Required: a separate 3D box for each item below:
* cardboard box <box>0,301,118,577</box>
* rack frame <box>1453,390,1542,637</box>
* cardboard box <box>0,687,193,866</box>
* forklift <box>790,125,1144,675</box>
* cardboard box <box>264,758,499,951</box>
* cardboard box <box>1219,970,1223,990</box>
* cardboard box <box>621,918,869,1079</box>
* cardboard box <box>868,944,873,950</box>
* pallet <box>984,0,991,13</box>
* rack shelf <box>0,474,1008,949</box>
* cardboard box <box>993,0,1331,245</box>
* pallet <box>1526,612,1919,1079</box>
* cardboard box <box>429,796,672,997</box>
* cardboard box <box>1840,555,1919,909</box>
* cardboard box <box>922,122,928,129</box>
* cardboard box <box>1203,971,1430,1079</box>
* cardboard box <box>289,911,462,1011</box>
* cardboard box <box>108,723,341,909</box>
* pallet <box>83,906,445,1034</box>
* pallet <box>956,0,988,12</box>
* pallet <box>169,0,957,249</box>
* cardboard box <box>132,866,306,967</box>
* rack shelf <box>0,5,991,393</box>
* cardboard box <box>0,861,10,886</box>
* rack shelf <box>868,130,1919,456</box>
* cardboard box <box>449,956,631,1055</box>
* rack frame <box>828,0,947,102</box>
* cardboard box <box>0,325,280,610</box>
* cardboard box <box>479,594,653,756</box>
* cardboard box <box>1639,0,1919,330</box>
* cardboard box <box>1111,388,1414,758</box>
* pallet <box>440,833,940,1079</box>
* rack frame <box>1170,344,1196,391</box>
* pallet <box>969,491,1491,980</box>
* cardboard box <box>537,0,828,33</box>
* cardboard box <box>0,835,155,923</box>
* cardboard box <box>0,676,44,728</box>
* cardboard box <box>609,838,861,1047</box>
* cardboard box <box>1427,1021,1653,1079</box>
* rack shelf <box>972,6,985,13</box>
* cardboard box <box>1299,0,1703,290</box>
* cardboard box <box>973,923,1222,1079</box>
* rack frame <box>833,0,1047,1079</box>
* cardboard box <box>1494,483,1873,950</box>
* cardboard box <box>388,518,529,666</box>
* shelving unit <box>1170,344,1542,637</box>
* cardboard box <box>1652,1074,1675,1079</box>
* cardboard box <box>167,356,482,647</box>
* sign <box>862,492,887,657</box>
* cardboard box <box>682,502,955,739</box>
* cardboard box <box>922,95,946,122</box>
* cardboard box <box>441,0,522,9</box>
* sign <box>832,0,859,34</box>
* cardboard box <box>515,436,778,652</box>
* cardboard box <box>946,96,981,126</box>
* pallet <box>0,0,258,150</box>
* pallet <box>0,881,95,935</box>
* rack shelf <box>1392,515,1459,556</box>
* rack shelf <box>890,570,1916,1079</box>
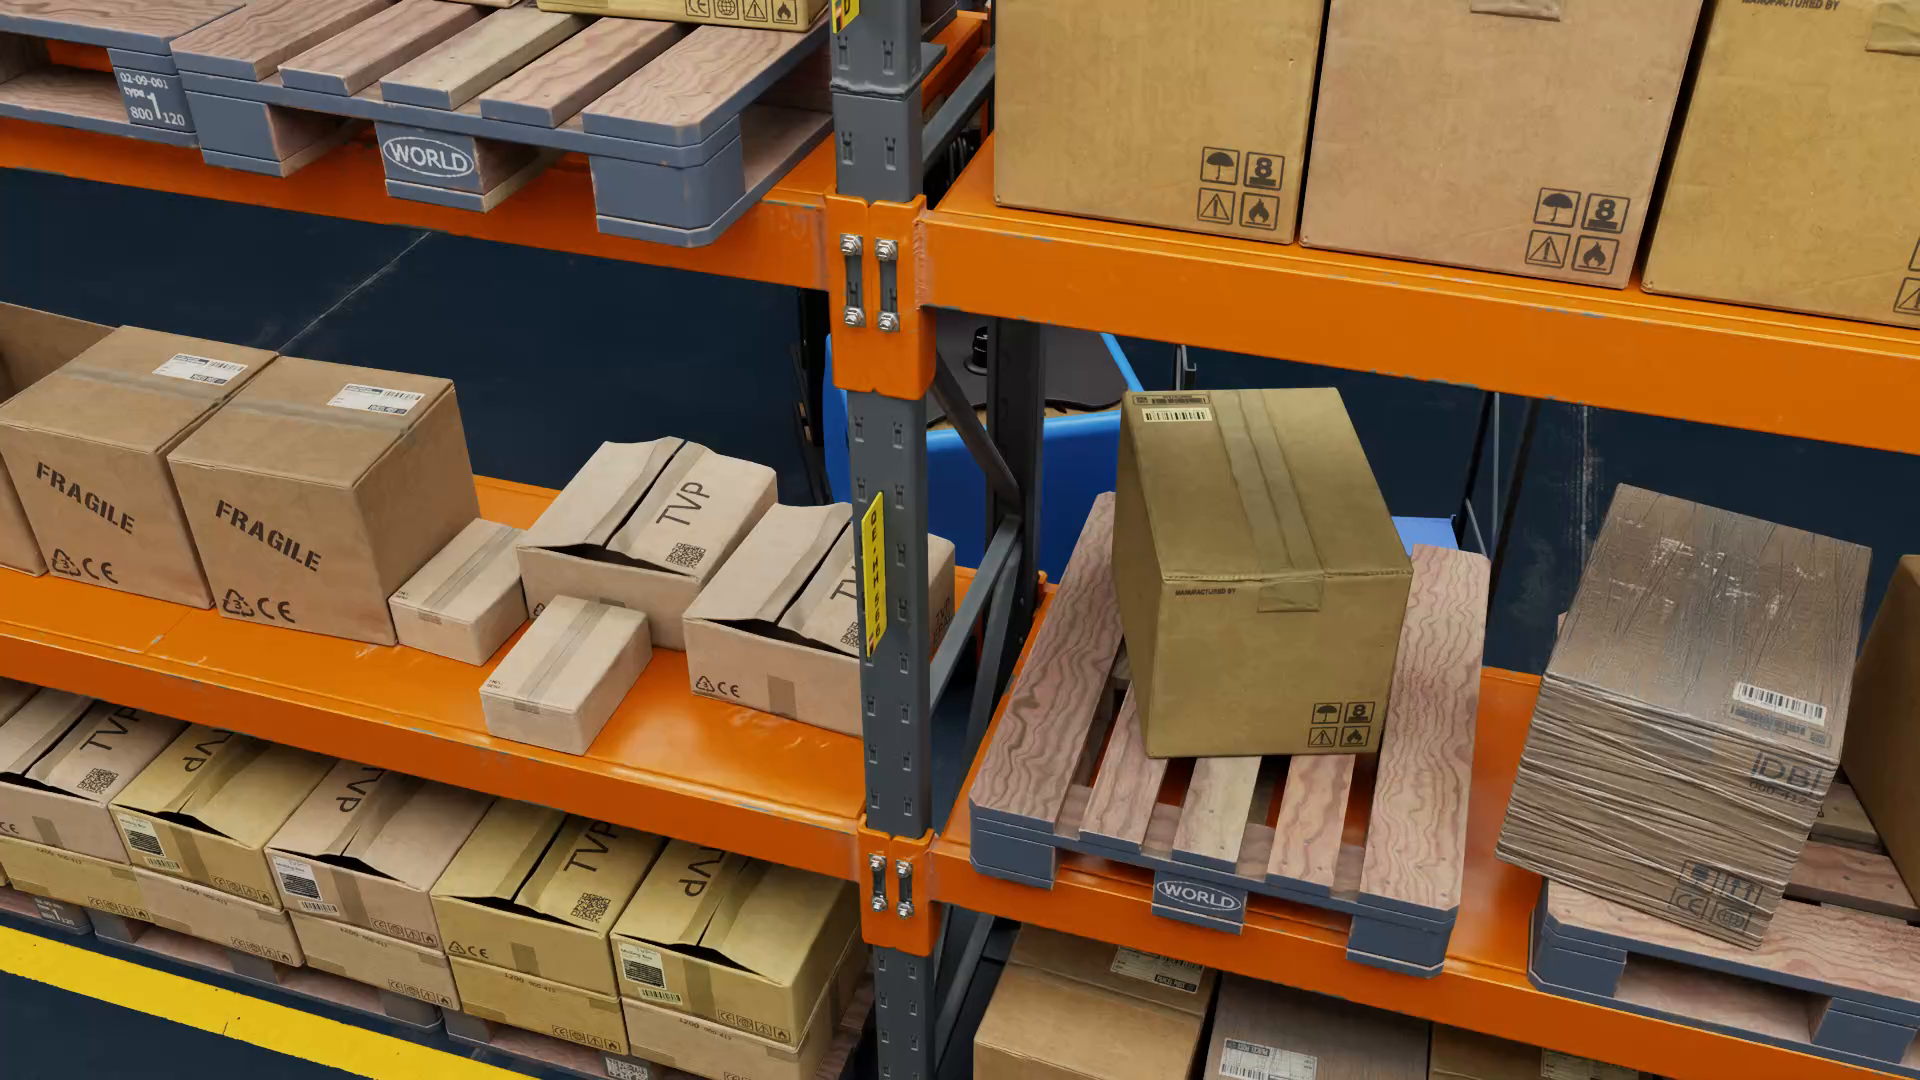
[{"bbox_3d":[-2.586,-0.289,4.528,0.500,0.500,0.500,13,38,17],"label":"cardboard box"},{"bbox_3d":[1.711,-0.005,5.492,0.032,1.500,0.500,2,36,3],"label":"rack frame"},{"bbox_3d":[-2.526,0.622,4.867,0.500,0.311,0.500,9,37,12],"label":"cardboard box"},{"bbox_3d":[-0.125,-1.543,6.373,1.130,2.935,3.031,-7,37,-9],"label":"forklift"},{"bbox_3d":[-1.551,0.800,4.625,0.500,0.311,0.500,10,38,14],"label":"cardboard box"},{"bbox_3d":[0.964,1.082,4.487,0.500,0.500,0.500,12,38,16],"label":"cardboard box"},{"bbox_3d":[-0.574,1.203,4.550,0.500,0.250,0.500,11,38,15],"label":"cardboard box"},{"bbox_3d":[-0.411,0.900,4.963,0.500,0.250,0.500,10,38,14],"label":"cardboard box"},{"bbox_3d":[0.762,-2.572,7.876,1.003,0.211,1.213,10,38,14],"label":"pallet"},{"bbox_3d":[-1.908,0.156,4.614,4.000,0.370,1.077,10,38,14],"label":"rack shelf"},{"bbox_3d":[0.427,-0.970,2.923,0.500,0.500,0.910,10,38,14],"label":"cardboard box"},{"bbox_3d":[1.859,0.638,3.514,1.213,0.211,1.003,10,38,14],"label":"pallet"},{"bbox_3d":[-1.070,0.891,4.501,0.500,0.311,0.500,10,38,13],"label":"cardboard box"},{"bbox_3d":[2.114,0.440,3.183,0.500,0.500,0.700,2,36,2],"label":"cardboard box"},{"bbox_3d":[-0.168,-2.080,8.784,0.500,0.500,0.700,10,38,14],"label":"cardboard box"},{"bbox_3d":[0.852,1.381,4.081,0.500,0.500,0.500,9,37,12],"label":"cardboard box"},{"bbox_3d":[-1.546,1.024,4.794,0.500,0.250,0.500,11,38,15],"label":"cardboard box"},{"bbox_3d":[-2.029,0.710,4.747,0.500,0.311,0.500,12,38,15],"label":"cardboard box"},{"bbox_3d":[-1.934,0.959,5.269,1.213,0.211,1.003,10,38,14],"label":"pallet"},{"bbox_3d":[-0.427,-2.833,8.230,1.213,0.211,1.003,10,38,14],"label":"pallet"},{"bbox_3d":[-0.673,-0.981,3.182,1.003,0.211,1.213,12,38,16],"label":"pallet"},{"bbox_3d":[-2.038,0.934,4.915,0.500,0.250,0.500,11,38,15],"label":"cardboard box"},{"bbox_3d":[-1.908,-1.052,3.725,4.000,0.370,1.077,10,38,14],"label":"rack shelf"},{"bbox_3d":[-3.018,0.754,5.161,0.500,0.250,0.500,11,38,15],"label":"cardboard box"},{"bbox_3d":[1.910,-0.345,2.764,4.000,0.370,1.077,10,38,14],"label":"rack shelf"},{"bbox_3d":[-1.067,1.114,4.671,0.500,0.250,0.500,10,38,13],"label":"cardboard box"},{"bbox_3d":[0.001,-2.196,2.142,0.127,3.000,1.000,10,38,14],"label":"rack frame"},{"bbox_3d":[-2.108,-0.201,4.408,0.500,0.500,0.500,11,38,14],"label":"cardboard box"},{"bbox_3d":[-0.940,0.319,3.999,0.250,0.149,0.380,10,38,14],"label":"cardboard box"},{"bbox_3d":[1.411,-0.788,2.676,0.500,0.500,0.910,10,38,14],"label":"cardboard box"},{"bbox_3d":[0.636,0.058,3.702,0.500,0.500,0.700,-1,36,-2],"label":"cardboard box"},{"bbox_3d":[-0.773,1.175,4.975,1.213,0.211,1.003,10,38,14],"label":"pallet"},{"bbox_3d":[0.696,-0.043,5.544,0.032,1.500,0.500,2,36,3],"label":"rack frame"},{"bbox_3d":[0.669,0.377,3.869,1.003,0.211,1.213,10,38,14],"label":"pallet"},{"bbox_3d":[-0.449,-1.145,3.017,0.500,0.250,0.500,8,37,10],"label":"cardboard box"},{"bbox_3d":[-2.523,0.844,5.038,0.500,0.250,0.500,9,37,12],"label":"cardboard box"},{"bbox_3d":[-3.021,0.531,4.991,0.500,0.311,0.500,10,38,13],"label":"cardboard box"},{"bbox_3d":[-0.572,0.979,4.381,0.500,0.311,0.500,11,38,15],"label":"cardboard box"},{"bbox_3d":[1.329,1.473,3.956,0.500,0.500,0.500,10,38,13],"label":"cardboard box"},{"bbox_3d":[-0.435,-2.647,8.423,4.000,0.370,1.077,10,38,14],"label":"rack shelf"},{"bbox_3d":[0.914,-0.880,2.800,0.500,0.500,0.910,10,38,14],"label":"cardboard box"},{"bbox_3d":[0.350,1.292,4.202,0.500,0.500,0.500,12,38,16],"label":"cardboard box"},{"bbox_3d":[0.001,0.220,3.921,0.127,3.000,1.000,10,38,14],"label":"rack frame"},{"bbox_3d":[1.452,0.328,3.335,0.500,0.500,0.700,18,40,22],"label":"cardboard box"},{"bbox_3d":[-1.233,0.128,4.258,0.250,0.149,0.380,13,38,17],"label":"cardboard box"},{"bbox_3d":[1.204,-0.024,5.518,1.048,1.500,0.538,2,36,3],"label":"shelving unit"},{"bbox_3d":[1.829,1.562,3.835,0.500,0.500,0.500,9,37,12],"label":"cardboard box"},{"bbox_3d":[-1.606,-0.108,4.281,0.500,0.500,0.500,9,37,11],"label":"cardboard box"},{"bbox_3d":[-0.161,0.068,3.150,0.005,0.325,0.100,10,38,14],"label":"sign"},{"bbox_3d":[-0.333,0.167,4.068,0.500,0.311,0.500,13,38,17],"label":"cardboard box"},{"bbox_3d":[-0.246,-2.378,8.555,0.500,0.250,0.500,10,38,14],"label":"cardboard box"},{"bbox_3d":[-0.955,-1.228,3.129,0.500,0.250,0.500,11,38,15],"label":"cardboard box"},{"bbox_3d":[-0.172,-0.916,2.430,0.005,0.325,0.100,10,38,14],"label":"sign"},{"bbox_3d":[-0.795,-0.012,4.311,0.500,0.311,0.500,10,38,13],"label":"cardboard box"},{"bbox_3d":[0.246,-2.290,8.436,0.500,0.250,0.500,11,38,15],"label":"cardboard box"},{"bbox_3d":[-1.742,-1.177,3.448,1.213,0.211,1.003,12,38,16],"label":"pallet"},{"bbox_3d":[-3.102,0.744,5.561,1.213,0.211,1.003,10,38,14],"label":"pallet"},{"bbox_3d":[1.204,0.121,5.624,1.000,0.185,0.538,2,36,3],"label":"rack shelf"},{"bbox_3d":[1.910,0.863,3.654,4.000,0.370,1.077,10,38,14],"label":"rack shelf"}]
